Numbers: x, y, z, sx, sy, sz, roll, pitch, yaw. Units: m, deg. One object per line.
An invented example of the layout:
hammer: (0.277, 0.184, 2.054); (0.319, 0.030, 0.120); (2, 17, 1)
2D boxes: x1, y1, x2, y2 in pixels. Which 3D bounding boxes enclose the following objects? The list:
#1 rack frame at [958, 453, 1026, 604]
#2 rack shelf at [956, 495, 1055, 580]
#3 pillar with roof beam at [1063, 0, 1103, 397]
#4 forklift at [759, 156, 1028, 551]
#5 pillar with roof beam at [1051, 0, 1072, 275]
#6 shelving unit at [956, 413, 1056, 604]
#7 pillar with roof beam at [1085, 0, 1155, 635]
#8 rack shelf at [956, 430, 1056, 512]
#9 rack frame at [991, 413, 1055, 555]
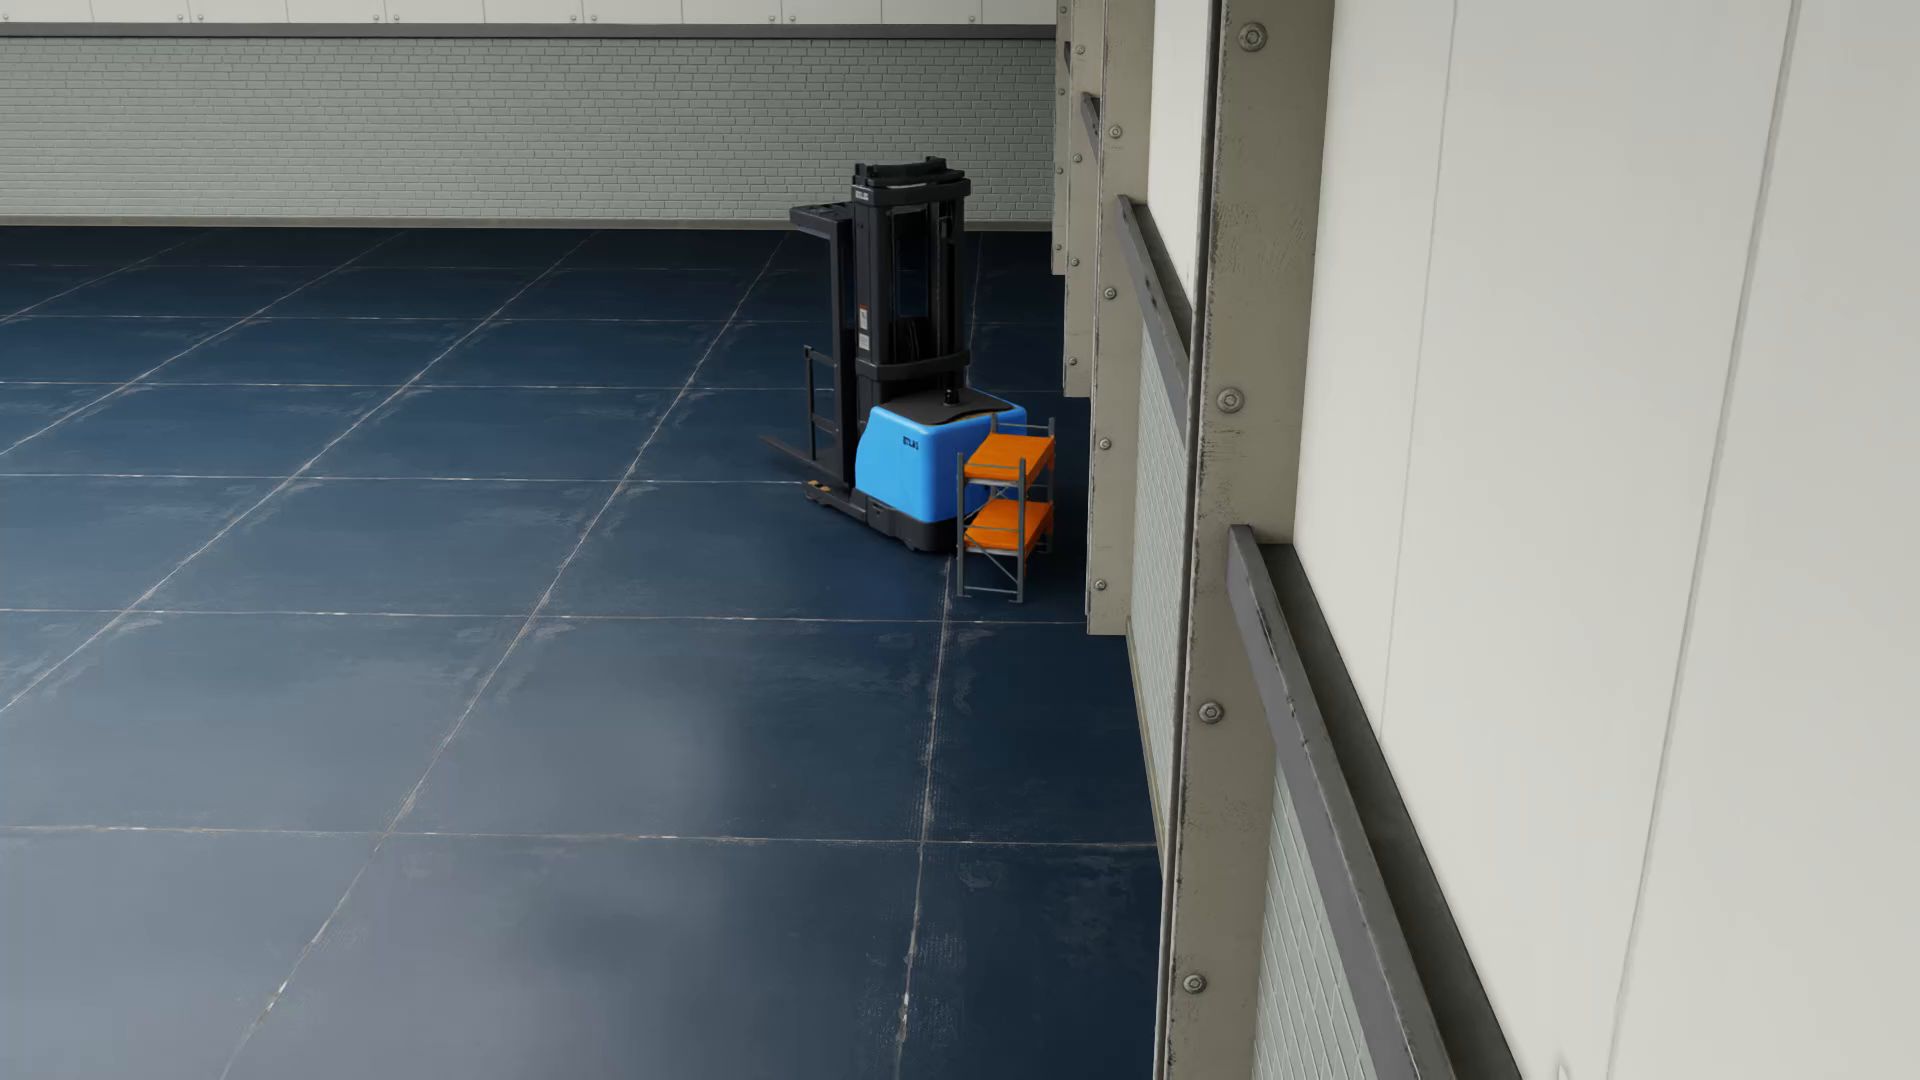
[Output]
rack frame: (0.229, -0.081, 12.183); (0.500, 1.125, 0.032); (5, 22, 14)
rack shelf: (0.359, -0.031, 12.730); (0.538, 0.278, 1.000); (5, 22, 14)
pillar with roof beam: (-3.056, -5.812, 16.067); (9.100, 9.000, 0.400); (1, 21, 2)
forklift: (-0.712, -1.749, 13.985); (1.130, 2.935, 3.031); (-14, 25, -33)
pillar with roof beam: (-2.873, -7.981, 21.658); (9.100, 9.000, 0.400); (1, 21, 2)
shelving unit: (0.359, -0.259, 12.642); (0.538, 1.125, 1.048); (5, 22, 14)
pillar with roof beam: (-3.238, -3.642, 10.476); (9.100, 9.000, 0.400); (1, 21, 2)
rack shelf: (0.359, -0.532, 12.536); (0.538, 0.278, 1.000); (5, 22, 14)
rack frame: (0.488, -0.437, 13.100); (0.500, 1.125, 0.032); (5, 22, 14)
